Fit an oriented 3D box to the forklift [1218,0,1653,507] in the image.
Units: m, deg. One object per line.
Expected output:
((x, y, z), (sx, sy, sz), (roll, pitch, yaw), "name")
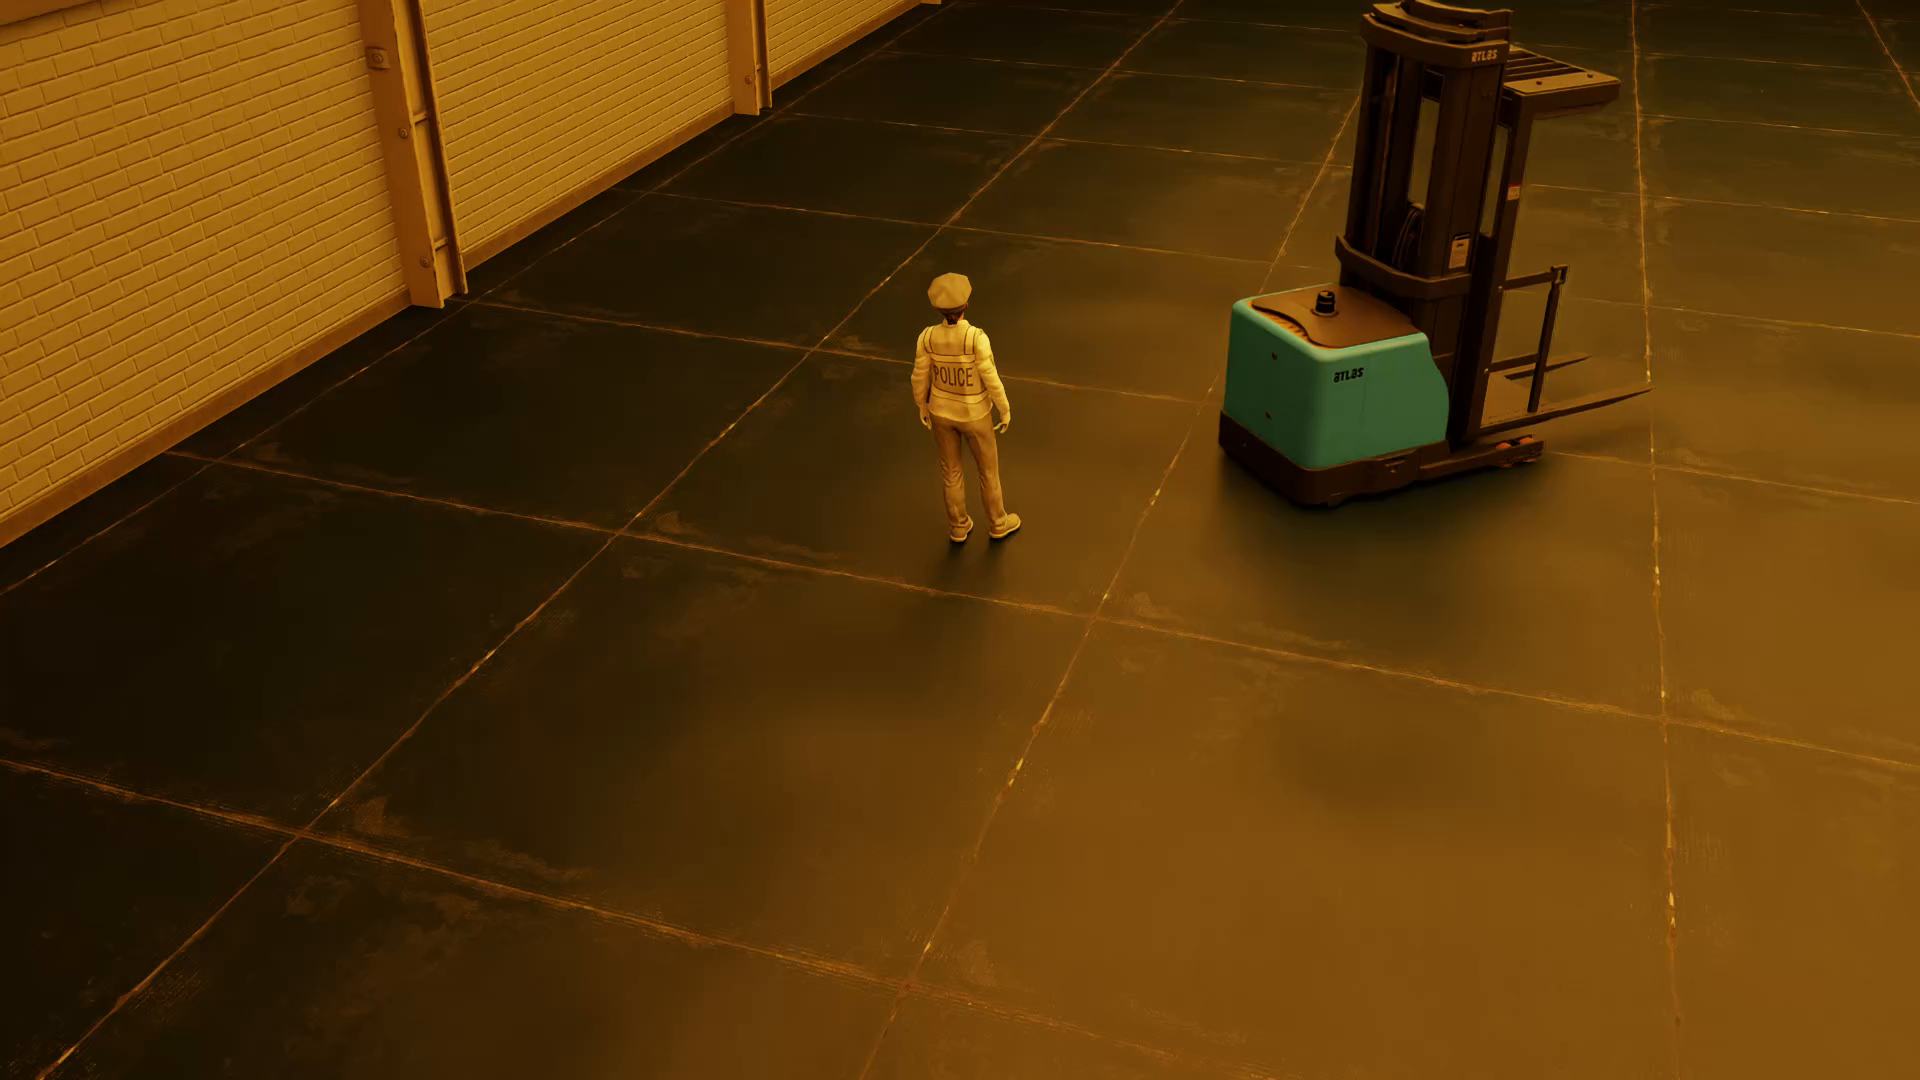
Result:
((3.282, -1.965, 10.584), (3.031, 2.935, 1.130), (-13, 32, -22), "forklift")

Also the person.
((0.029, -0.773, 9.727), (0.586, 1.694, 0.531), (10, 31, 16), "person")
